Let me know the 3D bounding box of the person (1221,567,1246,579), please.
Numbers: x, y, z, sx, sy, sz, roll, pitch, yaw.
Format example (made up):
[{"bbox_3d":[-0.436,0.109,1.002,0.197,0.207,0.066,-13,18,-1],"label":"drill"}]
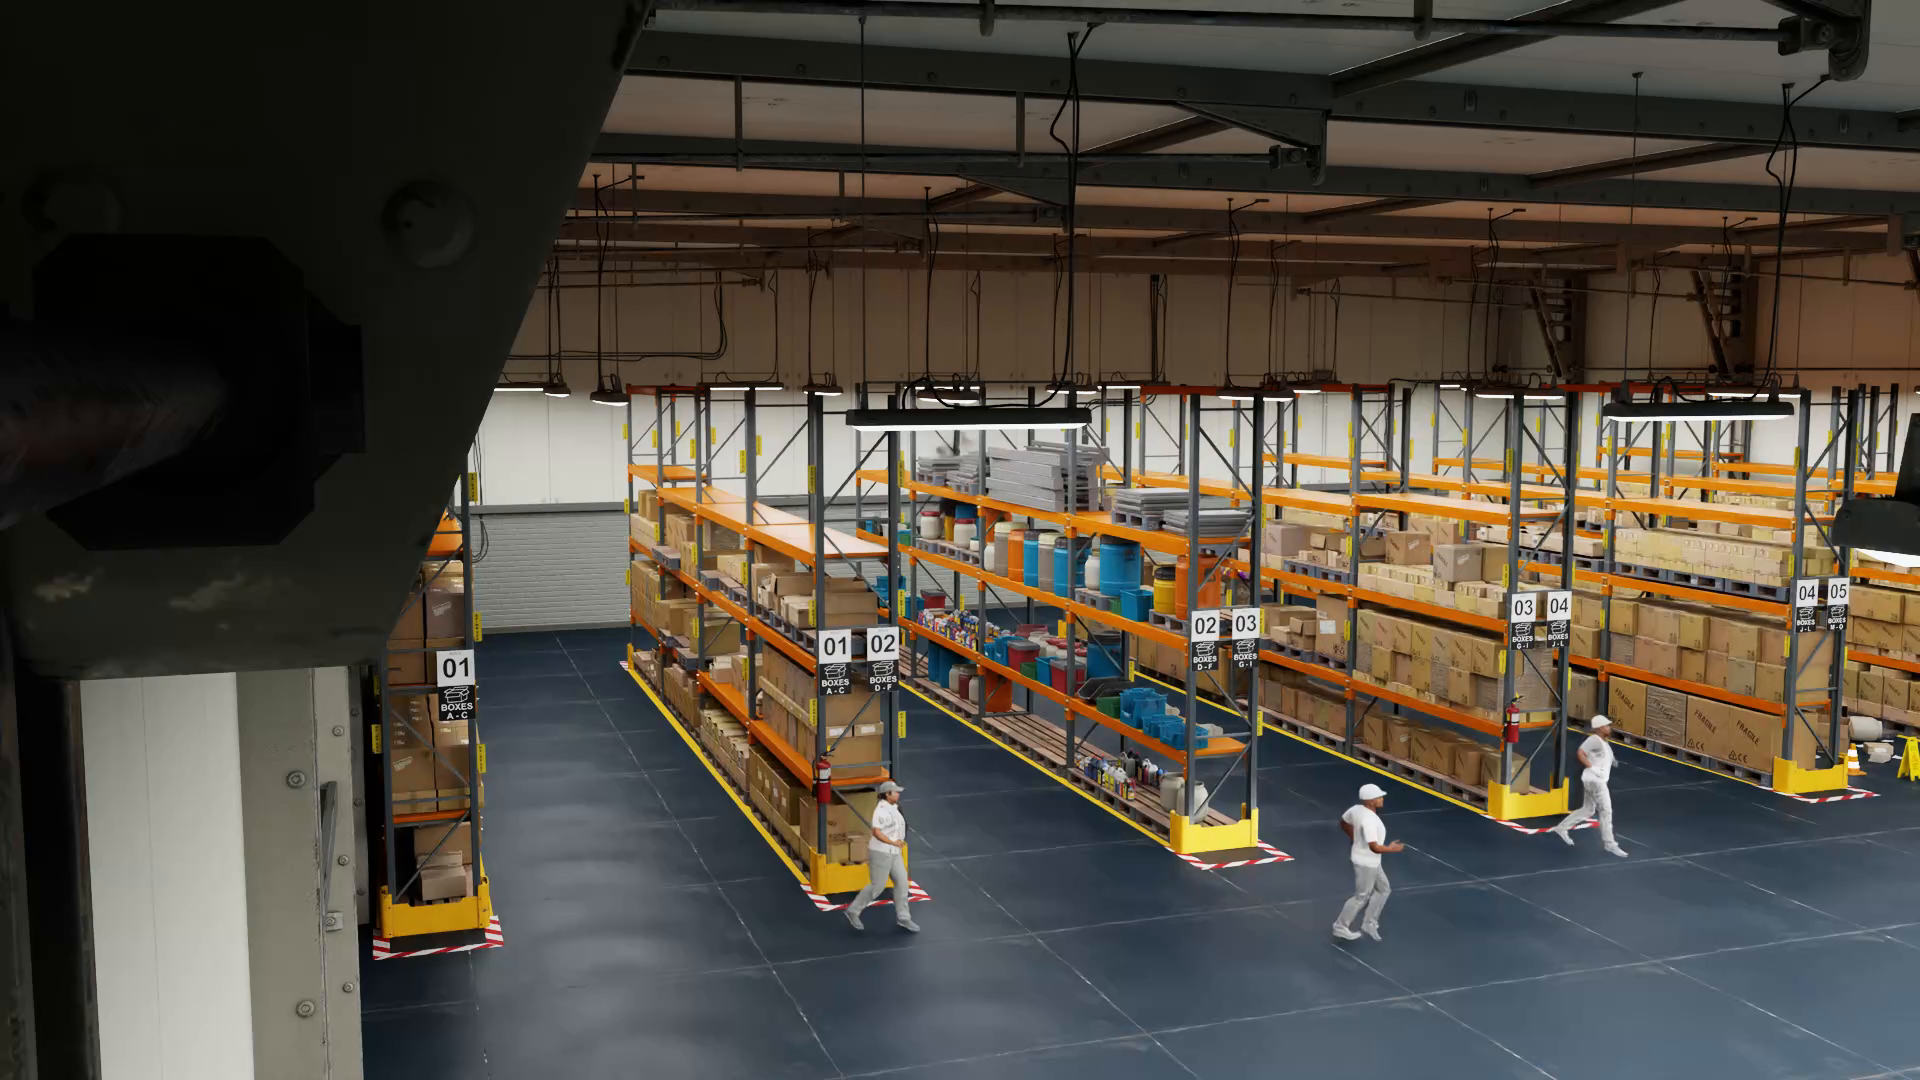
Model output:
[{"bbox_3d":[6.526,1.241,41.107,0.962,1.693,0.839,-1,6,-10],"label":"person"}]

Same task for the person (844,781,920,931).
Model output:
[{"bbox_3d":[-0.842,3.558,18.858,0.863,1.668,0.670,1,6,12],"label":"person"}]

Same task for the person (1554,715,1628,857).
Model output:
[{"bbox_3d":[8.365,3.195,21.962,0.930,1.786,0.707,3,6,23],"label":"person"}]

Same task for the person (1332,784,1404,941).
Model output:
[{"bbox_3d":[4.491,3.585,18.310,0.744,1.840,0.726,1,6,8],"label":"person"}]
